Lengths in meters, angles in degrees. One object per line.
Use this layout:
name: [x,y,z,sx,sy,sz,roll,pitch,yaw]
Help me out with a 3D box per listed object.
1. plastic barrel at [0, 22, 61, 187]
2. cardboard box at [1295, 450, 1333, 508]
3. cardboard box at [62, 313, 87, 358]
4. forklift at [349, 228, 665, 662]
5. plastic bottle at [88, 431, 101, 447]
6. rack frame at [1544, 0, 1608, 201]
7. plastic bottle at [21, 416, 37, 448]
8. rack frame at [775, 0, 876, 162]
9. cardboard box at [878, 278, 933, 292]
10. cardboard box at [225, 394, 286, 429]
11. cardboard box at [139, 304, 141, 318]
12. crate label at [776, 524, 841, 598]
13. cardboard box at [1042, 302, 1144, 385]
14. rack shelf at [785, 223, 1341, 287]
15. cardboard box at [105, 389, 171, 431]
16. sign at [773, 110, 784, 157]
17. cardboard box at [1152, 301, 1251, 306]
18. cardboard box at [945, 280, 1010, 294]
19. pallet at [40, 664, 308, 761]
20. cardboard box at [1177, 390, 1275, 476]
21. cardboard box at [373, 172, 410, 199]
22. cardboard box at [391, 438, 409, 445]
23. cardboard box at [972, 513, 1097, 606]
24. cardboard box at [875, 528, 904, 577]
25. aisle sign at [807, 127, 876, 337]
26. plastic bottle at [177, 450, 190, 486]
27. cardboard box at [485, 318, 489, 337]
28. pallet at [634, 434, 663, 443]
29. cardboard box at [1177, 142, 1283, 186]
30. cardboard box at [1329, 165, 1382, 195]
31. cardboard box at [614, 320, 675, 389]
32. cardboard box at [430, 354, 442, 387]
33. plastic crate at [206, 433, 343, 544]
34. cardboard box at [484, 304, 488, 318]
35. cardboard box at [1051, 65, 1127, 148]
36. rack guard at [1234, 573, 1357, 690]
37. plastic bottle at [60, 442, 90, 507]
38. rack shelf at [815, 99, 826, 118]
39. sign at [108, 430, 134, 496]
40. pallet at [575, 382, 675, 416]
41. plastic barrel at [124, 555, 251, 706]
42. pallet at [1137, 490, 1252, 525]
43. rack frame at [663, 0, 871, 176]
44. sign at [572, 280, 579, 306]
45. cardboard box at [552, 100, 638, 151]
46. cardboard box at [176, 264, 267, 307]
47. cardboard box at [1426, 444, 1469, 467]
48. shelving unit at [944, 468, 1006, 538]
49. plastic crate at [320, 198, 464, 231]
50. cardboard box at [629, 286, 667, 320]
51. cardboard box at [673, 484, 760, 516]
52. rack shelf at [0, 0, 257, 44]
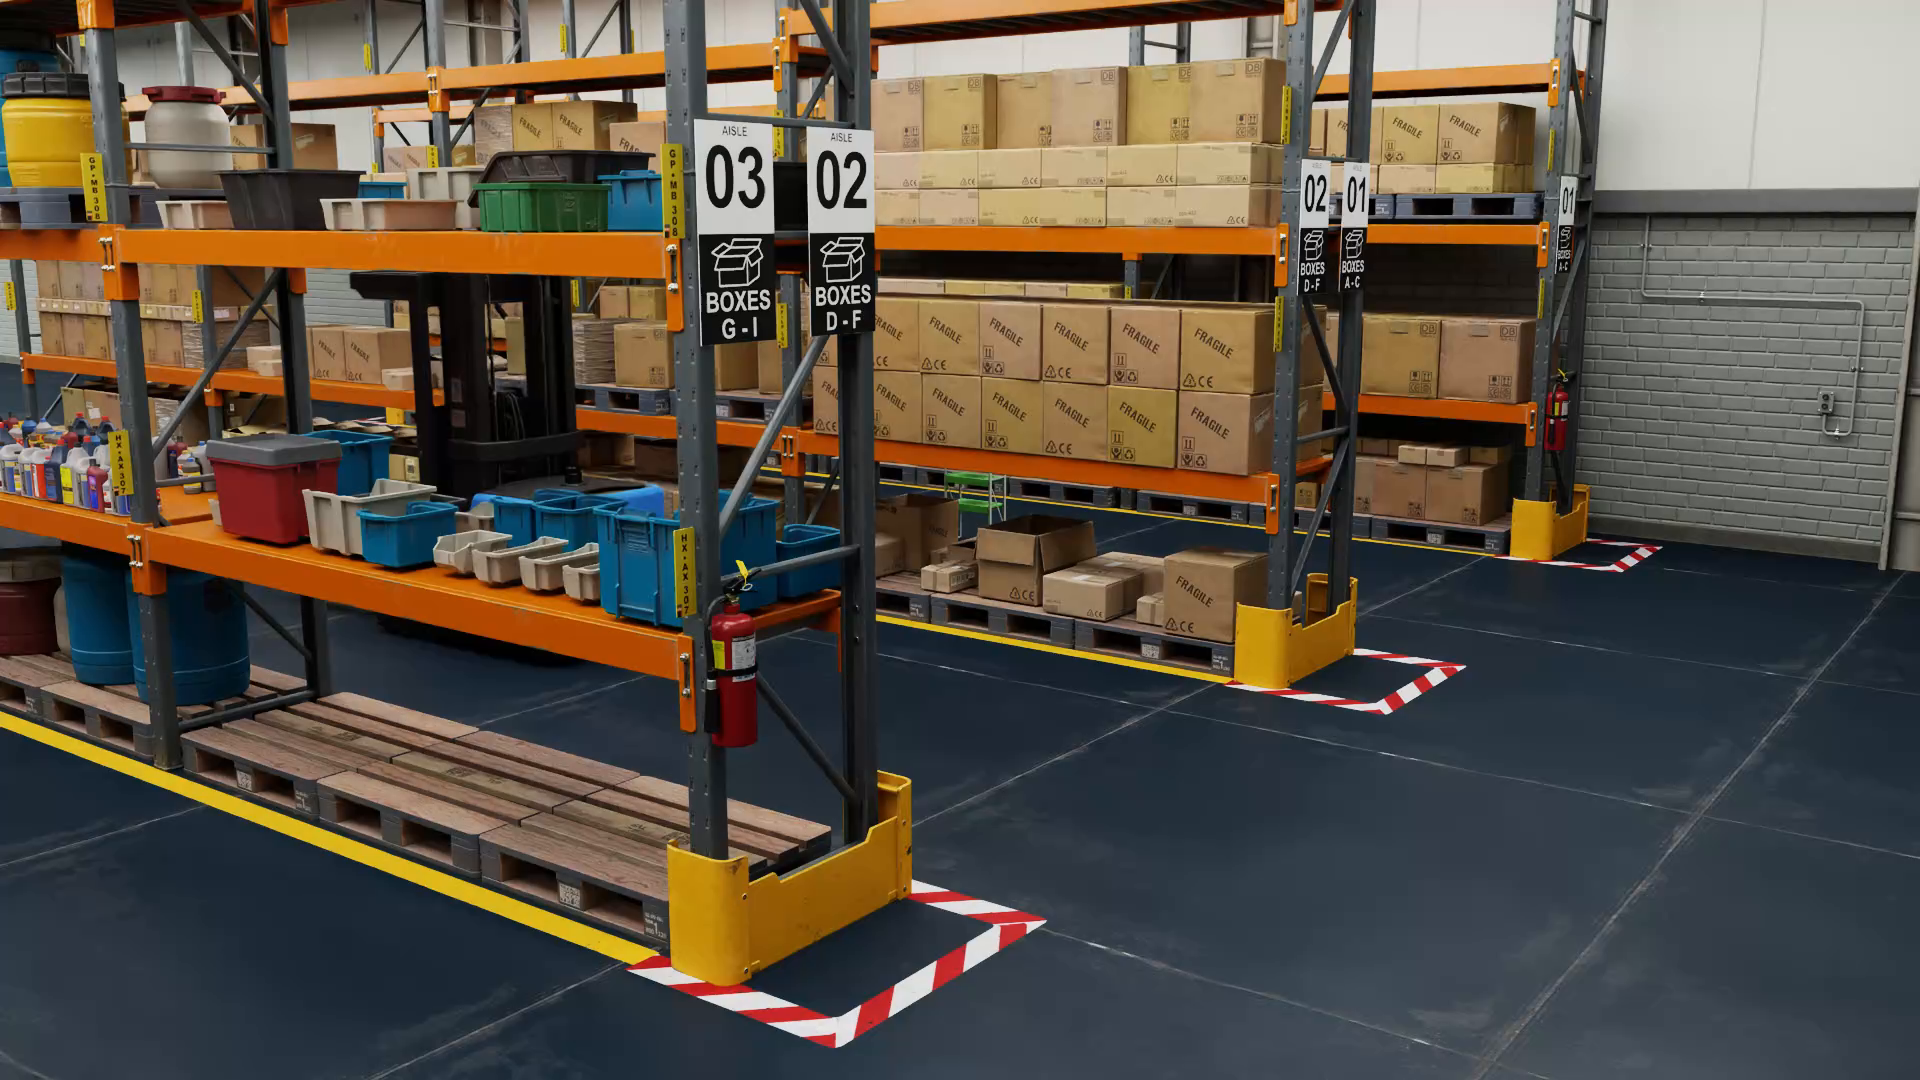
plastic barrel: [-5.383,-2.430,9.370,0.708,0.901,0.600,8,13,36]
cardboard box: [3.304,-0.617,15.799,0.500,0.500,0.700,8,14,37]
cardboard box: [-9.859,-2.380,19.170,0.500,0.500,0.700,8,14,37]
forklift: [-3.489,-0.846,11.685,3.031,2.935,1.130,8,13,35]
plastic bottle: [-5.317,-0.531,10.215,0.097,0.271,0.097,0,11,0]
rack frame: [5.171,-4.349,13.817,0.127,3.000,1.000,8,13,36]
plastic bottle: [-6.137,-0.679,10.982,0.097,0.271,0.097,0,11,0]
rack frame: [-0.982,-4.040,12.219,0.127,3.000,1.000,8,13,36]
cardboard box: [-0.630,-2.725,18.145,0.500,0.250,0.500,8,13,35]
cardboard box: [-7.619,-1.318,18.106,0.500,0.500,0.500,8,13,36]
cardboard box: [-8.799,-2.502,18.095,0.250,0.149,0.380,8,14,37]
crate label: [-0.697,0.088,6.961,0.303,0.233,0.416,8,13,36]
cardboard box: [0.892,-1.307,10.992,0.500,0.500,0.500,8,14,37]
rack shelf: [0.630,-1.989,11.410,4.000,0.370,1.077,8,13,36]
cardboard box: [-9.146,-1.404,18.551,0.500,0.500,0.500,8,13,36]
sign: [-1.308,-2.929,11.976,0.005,0.325,0.100,8,13,36]
cardboard box: [1.615,-1.332,11.124,0.500,0.500,0.500,8,14,36]
cardboard box: [0.190,-2.613,17.566,0.500,0.250,0.500,8,13,34]
pallet: [-4.514,0.939,9.618,1.213,0.211,1.003,8,13,36]
cardboard box: [1.720,-0.702,10.500,0.500,0.500,0.500,8,14,37]
cardboard box: [-5.038,-3.248,15.313,0.500,0.250,0.500,8,14,37]
cardboard box: [-5.602,-0.811,15.984,0.500,0.311,0.500,8,13,35]
cardboard box: [0.535,0.126,11.897,0.637,0.503,0.797,8,13,36]
cardboard box: [-0.772,0.090,12.588,0.500,0.311,0.500,8,13,36]
aisle sign: [-0.459,-1.200,6.493,0.004,0.787,0.394,8,13,36]
plastic bottle: [-4.594,-0.430,9.876,0.097,0.201,0.097,0,11,0]
cardboard box: [-6.279,-2.863,22.276,0.500,0.250,0.500,8,14,36]
pallet: [-3.873,-1.296,21.174,1.213,0.211,1.003,8,13,36]
cardboard box: [1.677,-2.308,10.243,0.500,0.250,0.500,8,13,36]
cardboard box: [3.581,-3.216,14.882,0.500,0.250,0.500,7,13,34]
cardboard box: [-2.443,-1.539,13.718,0.500,0.500,0.700,4,12,21]
cardboard box: [-4.812,-1.631,15.795,0.500,0.311,0.500,8,13,35]
plastic crate: [-3.346,-0.259,8.142,0.583,0.464,0.402,8,13,36]
cardboard box: [-6.290,-3.235,22.220,0.500,0.500,0.500,8,14,37]
cardboard box: [0.999,-2.822,10.924,0.500,0.500,0.700,8,13,36]
rack guard: [2.181,0.574,10.746,0.348,0.500,1.175,8,13,36]
plastic bottle: [-4.852,-0.365,9.151,0.185,0.351,0.144,8,13,36]
rack shelf: [0.335,-4.474,17.410,4.000,0.370,1.077,8,13,36]
sign: [-4.244,-0.388,8.411,0.005,0.325,0.100,8,13,36]
pallet: [-2.636,-1.232,14.005,1.213,0.211,1.003,8,13,36]
plastic barrel: [-4.345,0.424,9.361,0.708,0.901,0.600,8,13,36]
pallet: [2.514,-0.387,16.472,1.213,0.211,1.003,8,13,36]
rack frame: [-0.693,-2.832,5.977,0.127,3.000,1.000,8,13,36]
sign: [-4.816,-3.094,20.844,0.005,0.325,0.100,8,13,36]
cardboard box: [-3.036,-3.392,13.873,0.500,0.500,0.500,8,13,36]
cardboard box: [-7.791,-2.729,17.558,0.500,0.500,0.700,8,14,36]
cardboard box: [4.336,-0.751,14.781,0.250,0.149,0.380,8,13,35]
shelving unit: [0.133,-0.570,14.820,0.503,1.200,0.258,8,13,36]
plastic crate: [-2.505,-1.424,7.292,0.530,0.136,0.437,8,13,36]
cardboard box: [-3.665,-2.891,20.656,0.500,0.500,0.700,10,15,41]
cardboard box: [-1.943,-0.152,13.339,0.500,0.500,0.500,8,14,36]
rack shelf: [-5.529,-2.957,9.570,4.000,0.370,1.077,8,13,36]
